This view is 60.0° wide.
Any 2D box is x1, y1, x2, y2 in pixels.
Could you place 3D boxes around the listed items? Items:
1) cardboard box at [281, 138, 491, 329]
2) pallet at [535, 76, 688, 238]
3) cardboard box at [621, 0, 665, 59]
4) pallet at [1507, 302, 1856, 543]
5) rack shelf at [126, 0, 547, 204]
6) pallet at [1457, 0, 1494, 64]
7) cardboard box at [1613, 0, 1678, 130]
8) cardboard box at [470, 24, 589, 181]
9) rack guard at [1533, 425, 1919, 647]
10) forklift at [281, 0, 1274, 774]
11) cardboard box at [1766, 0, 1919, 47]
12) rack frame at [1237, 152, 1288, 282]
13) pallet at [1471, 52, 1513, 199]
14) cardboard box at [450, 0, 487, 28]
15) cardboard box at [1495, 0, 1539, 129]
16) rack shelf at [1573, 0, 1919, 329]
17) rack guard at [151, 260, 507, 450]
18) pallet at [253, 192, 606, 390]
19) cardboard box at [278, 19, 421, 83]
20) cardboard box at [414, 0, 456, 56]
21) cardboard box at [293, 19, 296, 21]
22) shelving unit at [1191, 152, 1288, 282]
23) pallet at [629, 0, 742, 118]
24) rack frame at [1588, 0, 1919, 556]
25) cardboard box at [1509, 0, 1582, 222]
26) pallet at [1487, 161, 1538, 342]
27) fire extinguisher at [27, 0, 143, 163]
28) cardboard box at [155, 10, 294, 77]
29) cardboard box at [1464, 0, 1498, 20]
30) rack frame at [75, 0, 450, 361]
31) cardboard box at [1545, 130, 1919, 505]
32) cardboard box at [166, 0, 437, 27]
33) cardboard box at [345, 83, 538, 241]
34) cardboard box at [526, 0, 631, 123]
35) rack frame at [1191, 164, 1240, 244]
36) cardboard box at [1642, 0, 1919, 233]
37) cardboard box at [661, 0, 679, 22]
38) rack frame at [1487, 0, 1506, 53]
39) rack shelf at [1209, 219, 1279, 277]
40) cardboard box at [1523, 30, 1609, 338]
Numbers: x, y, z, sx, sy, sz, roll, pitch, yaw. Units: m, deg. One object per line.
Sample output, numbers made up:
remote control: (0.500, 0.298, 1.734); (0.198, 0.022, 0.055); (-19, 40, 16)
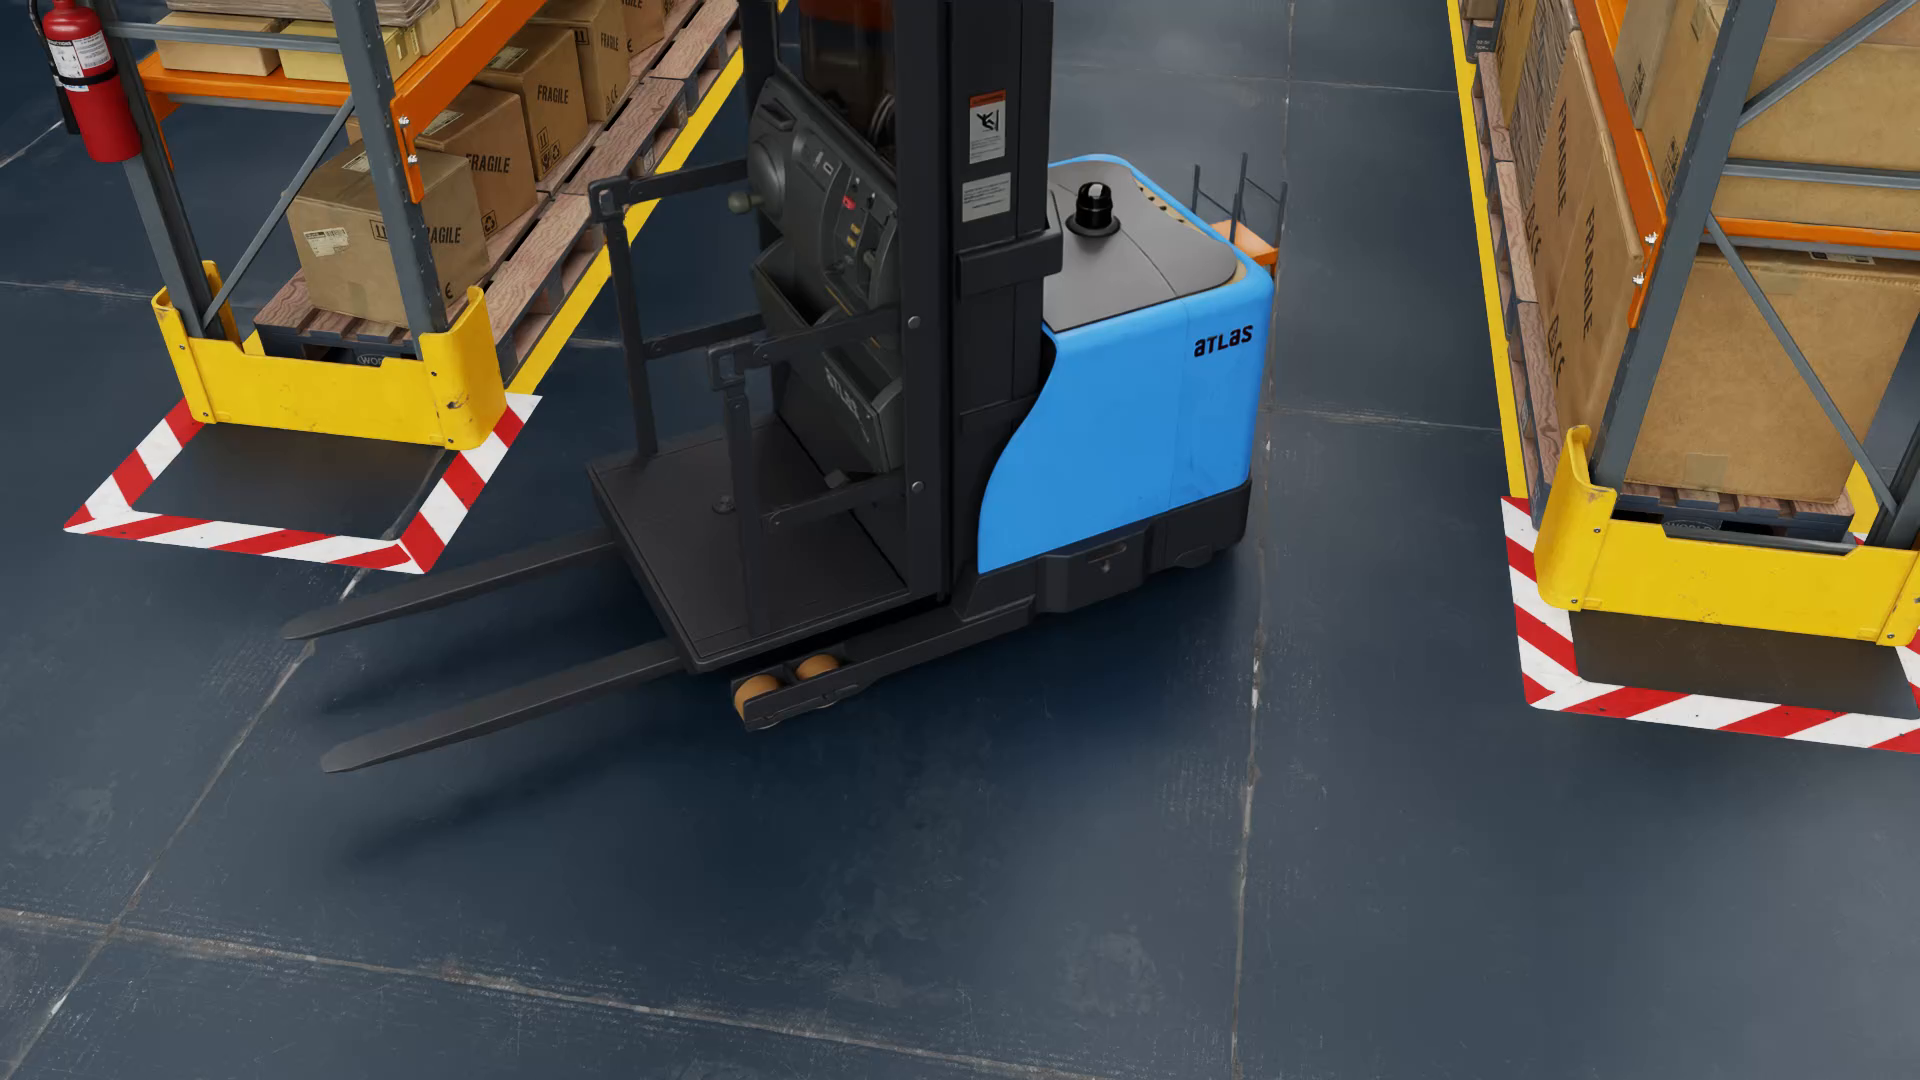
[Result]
cardboard box: (-2.217, -1.194, 6.472); (0.500, 0.500, 0.500); (14, 41, 16)
pallet: (-1.940, -1.848, 7.819); (1.003, 0.211, 1.213); (6, 40, 8)
cardboard box: (-1.850, -2.707, 8.302); (0.500, 0.500, 0.500); (19, 43, 21)
pallet: (2.587, -0.431, 6.105); (1.003, 0.211, 1.213); (6, 40, 8)
rack shelf: (-1.996, -2.583, 7.085); (1.077, 0.370, 4.000); (6, 40, 8)
pallet: (3.277, -2.923, 9.120); (1.003, 0.211, 1.213); (6, 40, 8)
cardboard box: (2.619, -1.638, 5.260); (0.875, 0.550, 0.550); (6, 40, 8)
cardboard box: (-2.021, -1.964, 7.403); (0.500, 0.500, 0.500); (10, 41, 12)
rack guard: (2.522, -0.016, 5.378); (1.175, 0.500, 0.348); (6, 40, 8)
forklift: (-0.576, -0.941, 4.588); (3.031, 2.935, 1.130); (-18, 43, -21)
cardboard box: (2.628, -1.698, 4.484); (0.875, 0.550, 0.550); (6, 40, 8)
rack frame: (0.974, -0.728, 5.688); (0.006, 1.200, 0.240); (-18, 43, -21)
pallet: (3.009, -1.962, 7.957); (1.003, 0.211, 1.213); (6, 40, 8)
cardboard box: (-1.937, -1.971, 5.977); (0.380, 0.149, 0.250); (6, 40, 8)
cardboard box: (3.040, -2.461, 7.711); (0.875, 0.875, 0.875); (7, 40, 8)
rack shelf: (2.872, -1.973, 6.347); (1.077, 0.370, 4.000); (6, 40, 8)
rack guard: (-2.329, -0.690, 6.192); (1.175, 0.500, 0.348); (6, 40, 8)
pallet: (-2.153, -1.084, 6.896); (1.003, 0.211, 1.213); (6, 40, 8)
cardboard box: (-2.058, -1.661, 5.602); (0.380, 0.149, 0.250); (6, 40, 8)
cardboard box: (-1.995, -1.816, 5.789); (0.380, 0.149, 0.250); (6, 40, 8)
cardboard box: (-2.452, -1.867, 5.851); (0.380, 0.149, 0.250); (6, 40, 8)
shelving unit: (0.893, -0.701, 5.656); (0.189, 1.200, 0.258); (-18, 43, -21)
pallet: (-1.731, -2.616, 8.748); (1.003, 0.211, 1.213); (6, 40, 8)
rack frame: (2.526, -0.995, 4.599); (1.000, 3.000, 0.127); (6, 40, 8)
cardboard box: (2.888, -1.895, 7.026); (0.875, 0.875, 0.875); (7, 40, 8)
pallet: (2.801, -1.194, 7.029); (1.003, 0.211, 1.213); (6, 40, 8)
fire extinguisher: (-2.815, -1.554, 5.337); (0.296, 0.674, 0.183); (6, 40, 8)
cardboard box: (-2.496, -1.710, 5.661); (0.380, 0.149, 0.250); (6, 40, 8)
cardboard box: (3.237, -3.200, 8.702); (1.050, 0.750, 0.750); (6, 40, 7)
rack frame: (-2.342, -1.605, 5.338); (1.000, 3.000, 0.127); (6, 40, 8)
cardboard box: (2.578, -0.771, 5.666); (0.875, 0.875, 0.875); (7, 40, 8)
cardboard box: (-2.220, -2.101, 5.625); (0.875, 0.500, 0.500); (6, 40, 8)
cardboard box: (-2.148, -1.573, 6.930); (0.500, 0.500, 0.500); (17, 42, 19)
cardboard box: (-1.880, -2.309, 7.821); (0.500, 0.500, 0.500); (3, 40, 4)
rack frame: (0.812, -0.674, 5.624); (0.006, 1.200, 0.240); (-18, 43, -21)
cardboard box: (2.545, -1.291, 4.839); (0.875, 0.550, 0.550); (6, 40, 8)
cardboard box: (-1.758, -3.067, 8.738); (0.500, 0.500, 0.500); (5, 40, 6)
rack frame: (3.218, -3.505, 7.636); (1.000, 3.000, 0.127); (6, 40, 8)
rack shelf: (0.893, -0.944, 5.455); (0.180, 0.103, 0.258); (-18, 43, -21)
cardboard box: (2.728, -1.323, 6.334); (0.875, 0.875, 0.875); (6, 40, 7)
